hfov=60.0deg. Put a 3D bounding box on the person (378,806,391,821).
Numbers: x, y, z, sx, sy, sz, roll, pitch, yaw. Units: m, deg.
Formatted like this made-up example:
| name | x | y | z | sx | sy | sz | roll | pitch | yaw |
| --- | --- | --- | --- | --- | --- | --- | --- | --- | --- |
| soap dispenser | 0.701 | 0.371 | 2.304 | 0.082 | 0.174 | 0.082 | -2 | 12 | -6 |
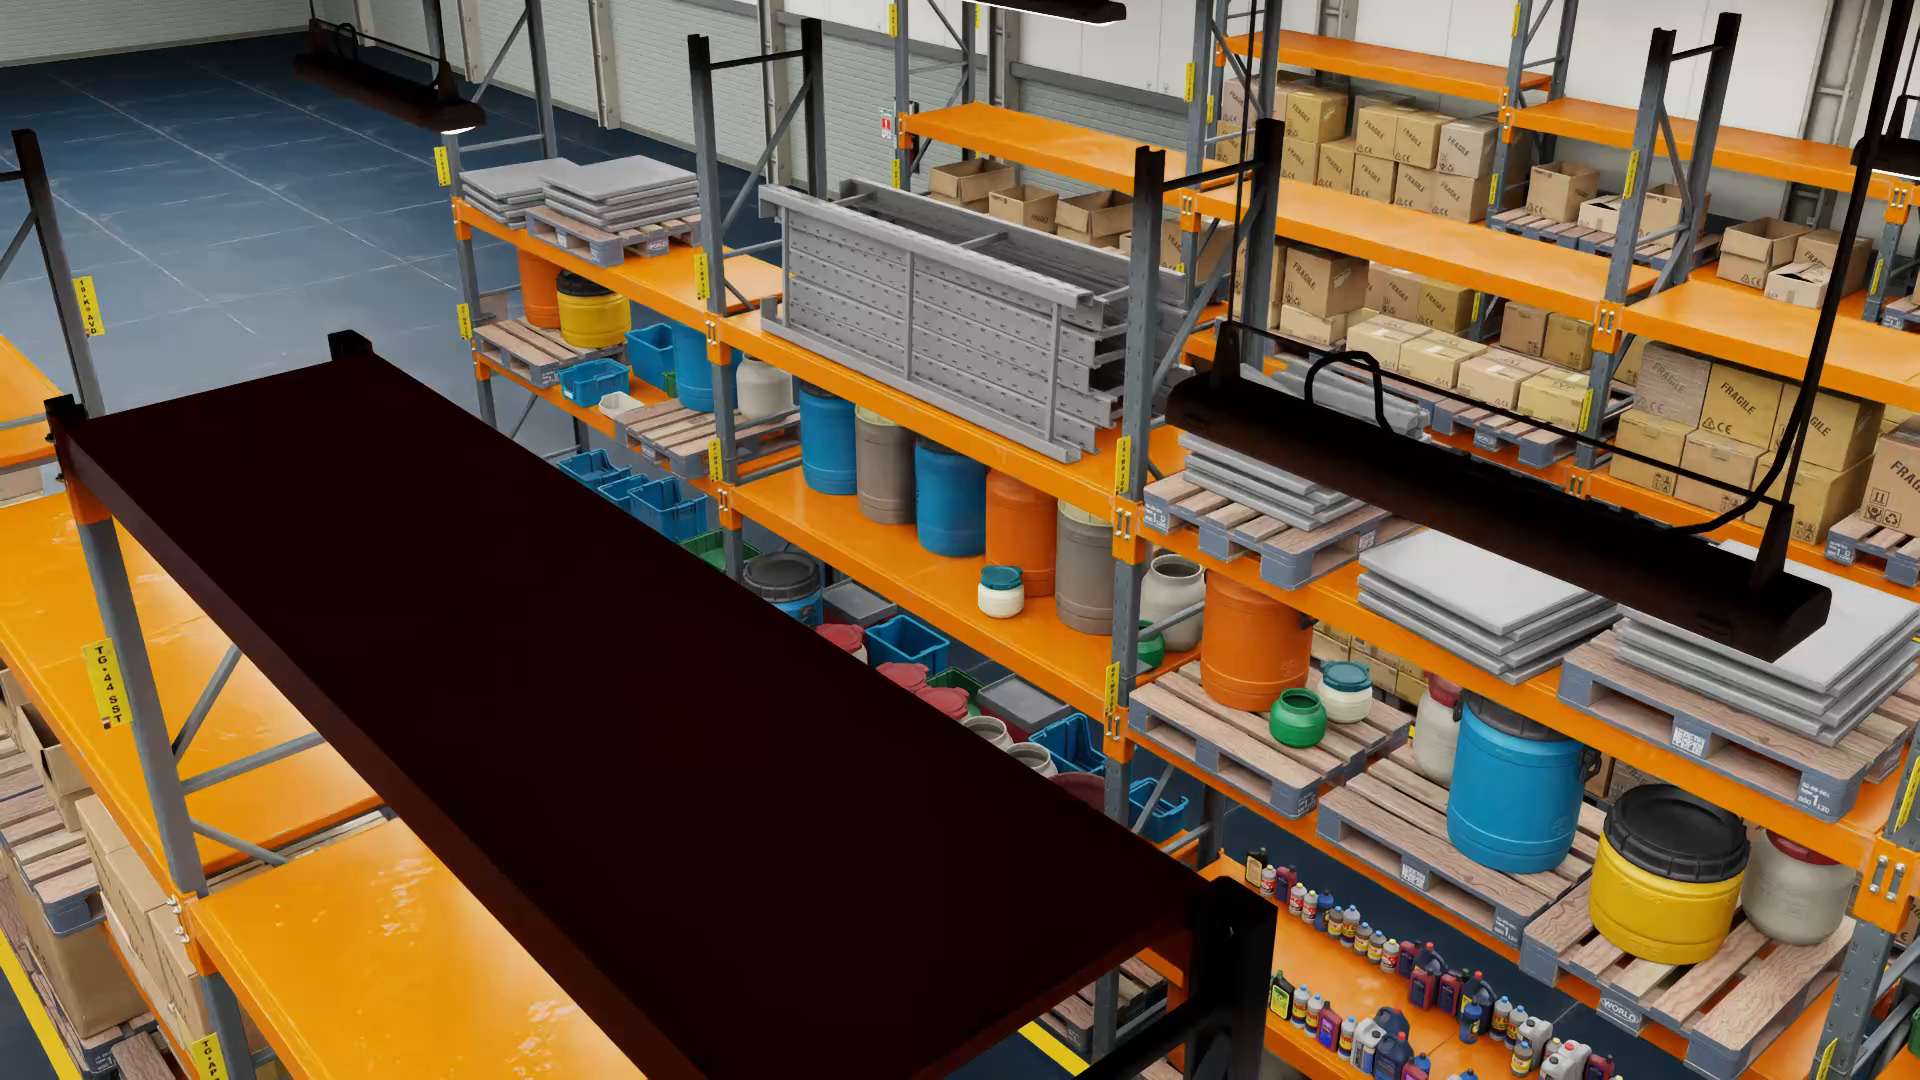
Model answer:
| name | x | y | z | sx | sy | sz | roll | pitch | yaw |
| --- | --- | --- | --- | --- | --- | --- | --- | --- | --- |
| person | -4.811 | 1.459 | 12.888 | 0.476 | 1.615 | 0.854 | -19 | 32 | -32 |
